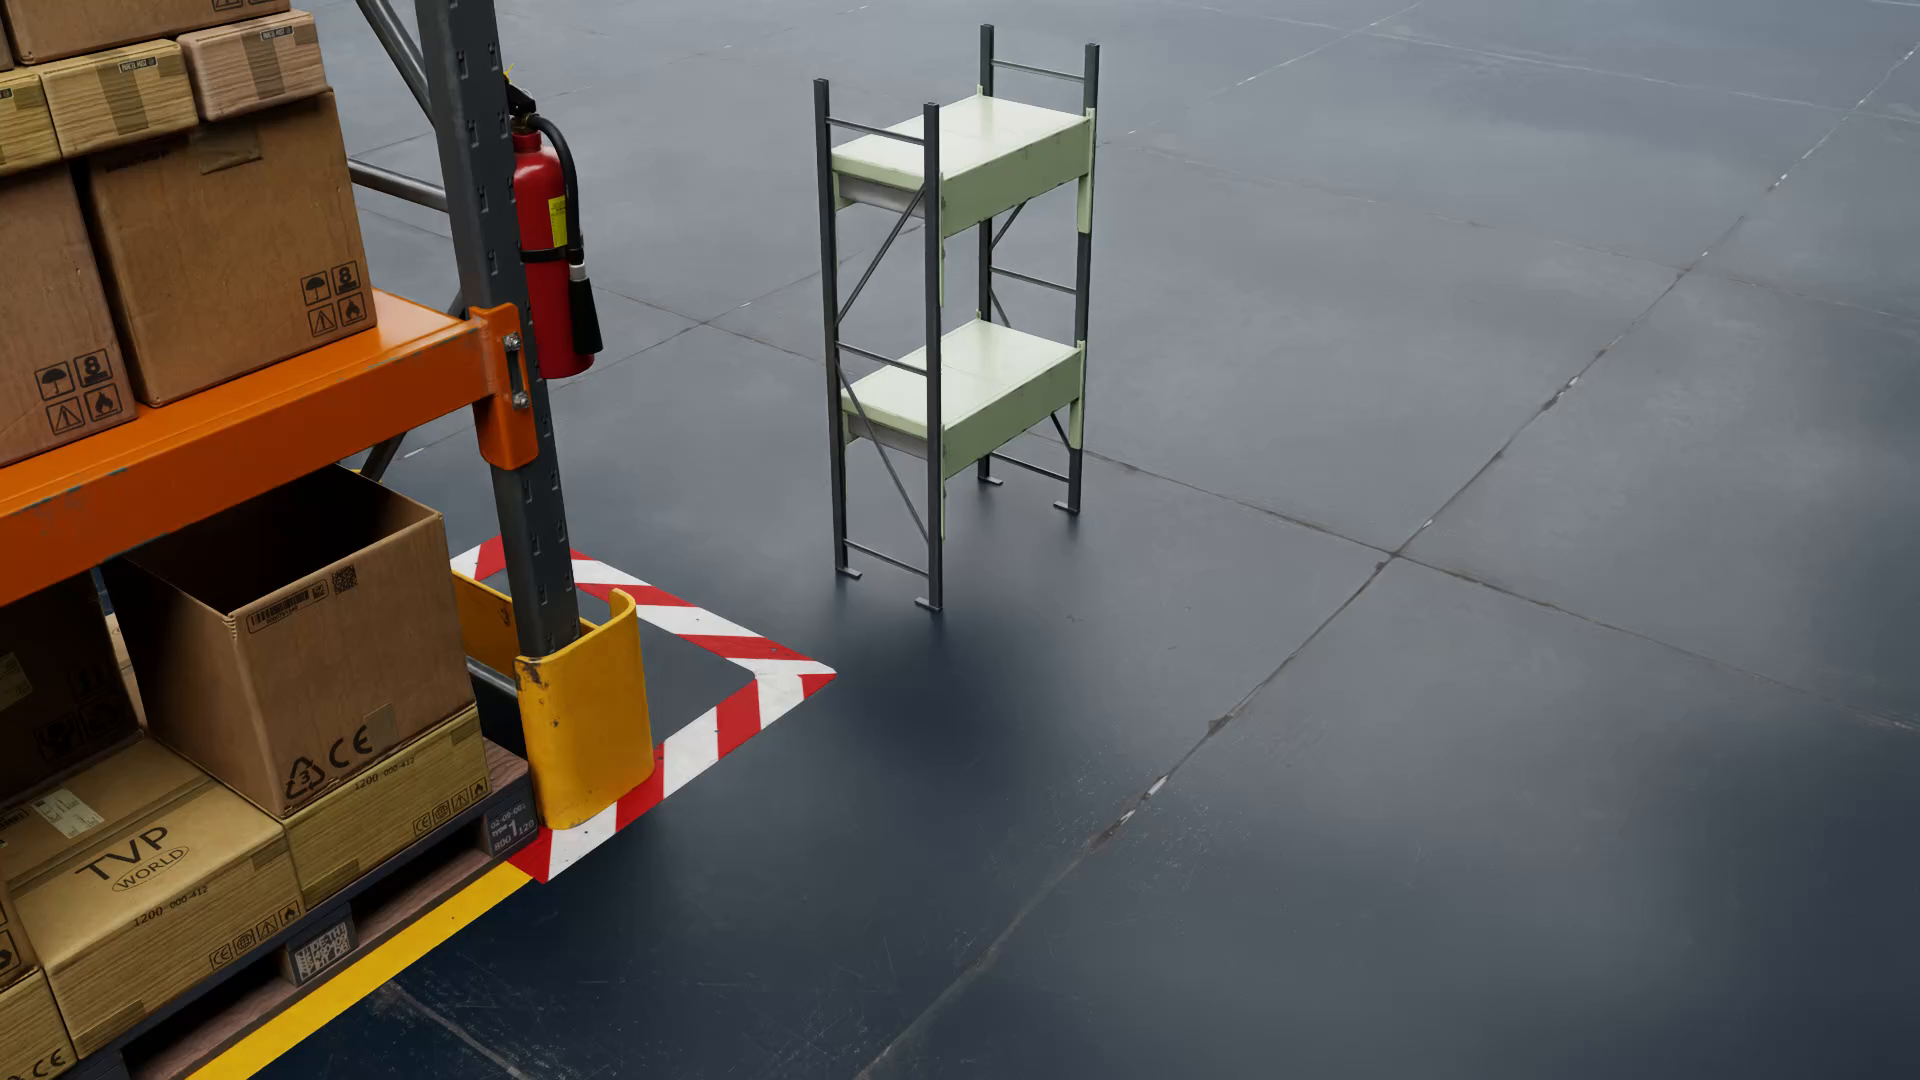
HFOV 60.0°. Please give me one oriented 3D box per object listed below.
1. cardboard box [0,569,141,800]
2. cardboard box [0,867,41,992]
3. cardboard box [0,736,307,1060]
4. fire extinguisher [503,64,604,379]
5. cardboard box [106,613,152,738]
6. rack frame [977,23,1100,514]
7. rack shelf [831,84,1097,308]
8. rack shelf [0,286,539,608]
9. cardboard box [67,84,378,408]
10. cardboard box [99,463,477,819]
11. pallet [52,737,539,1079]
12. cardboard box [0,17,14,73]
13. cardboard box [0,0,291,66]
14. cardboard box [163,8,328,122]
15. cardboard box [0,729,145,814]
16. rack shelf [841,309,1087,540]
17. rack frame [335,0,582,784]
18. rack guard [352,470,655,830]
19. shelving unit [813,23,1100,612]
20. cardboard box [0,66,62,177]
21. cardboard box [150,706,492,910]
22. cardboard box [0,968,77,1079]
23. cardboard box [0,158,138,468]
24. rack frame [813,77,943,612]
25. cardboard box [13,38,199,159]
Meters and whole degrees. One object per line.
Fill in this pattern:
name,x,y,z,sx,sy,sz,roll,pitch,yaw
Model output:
cardboard box,-2.141,0.224,3.479,0.500,0.500,0.500,21,37,31
cardboard box,-2.018,0.591,2.860,0.500,0.500,0.500,21,37,31
cardboard box,-1.720,0.709,3.396,0.500,0.250,0.500,21,37,31
fire extinguisher,-0.898,-0.681,3.532,0.296,0.674,0.183,21,37,31
cardboard box,-1.841,0.343,4.015,0.500,0.250,0.500,21,37,31
rack frame,0.225,-0.797,5.123,0.400,1.500,0.023,21,37,31
rack shelf,0.004,-0.984,4.673,0.431,0.370,0.720,21,37,31
rack shelf,-2.547,0.313,2.485,1.077,0.370,4.000,21,37,31
cardboard box,-1.632,-0.666,3.334,0.700,0.500,0.500,21,37,31
cardboard box,-1.426,0.180,3.553,0.500,0.500,0.500,21,37,31
pallet,-1.768,0.714,3.838,1.003,0.211,1.213,21,37,31
cardboard box,-1.977,-0.987,2.603,0.700,0.500,0.500,20,36,30
cardboard box,-1.664,-1.203,2.967,0.700,0.500,0.500,21,37,31
cardboard box,-1.419,-0.917,3.121,0.380,0.149,0.250,20,36,31
cardboard box,-2.140,0.547,3.670,0.500,0.250,0.500,21,37,31
rack shelf,0.004,-0.367,5.038,0.431,0.370,0.720,21,37,31
rack frame,-1.340,-0.809,3.673,1.000,3.000,0.127,21,37,31
rack guard,-1.325,0.257,4.327,1.175,0.500,0.348,21,37,31
shelving unit,0.004,-0.648,4.872,0.431,1.500,0.755,21,37,31
cardboard box,-1.730,-0.706,2.765,0.380,0.149,0.250,21,36,31
cardboard box,-1.428,0.502,3.746,0.500,0.250,0.500,21,37,31
cardboard box,-2.021,0.913,3.053,0.500,0.250,0.500,21,37,31
cardboard box,-1.945,-0.451,2.971,0.700,0.500,0.500,22,37,32
rack frame,-0.217,-0.499,4.621,0.400,1.500,0.023,21,37,31
cardboard box,-1.576,-0.810,2.941,0.380,0.149,0.250,22,37,32
